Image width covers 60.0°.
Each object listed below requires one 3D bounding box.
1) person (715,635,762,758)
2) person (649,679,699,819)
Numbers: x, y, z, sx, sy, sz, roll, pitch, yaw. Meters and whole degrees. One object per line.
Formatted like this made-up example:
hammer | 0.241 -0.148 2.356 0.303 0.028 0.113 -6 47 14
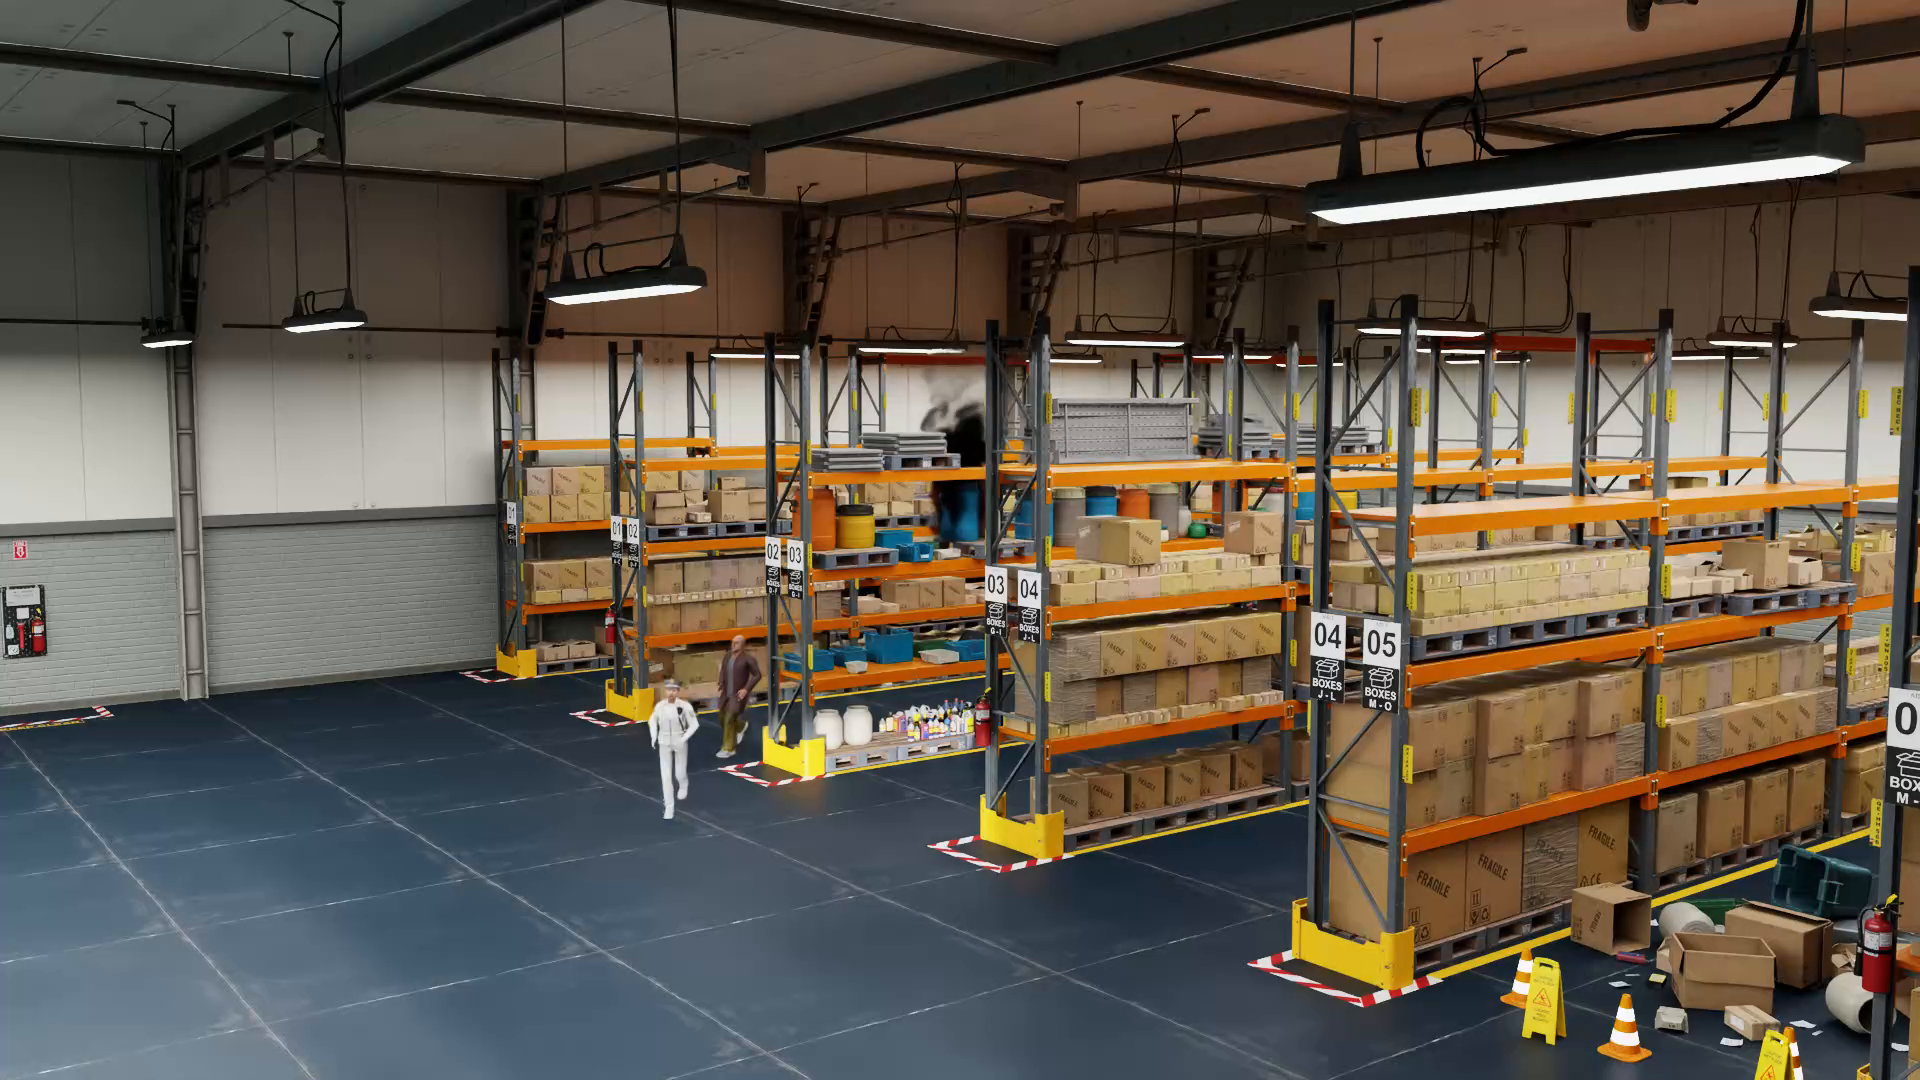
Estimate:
person | -3.156 2.223 23.811 0.740 1.751 0.733 3 6 31
person | -3.537 2.527 20.524 0.640 1.676 0.825 0 5 0
